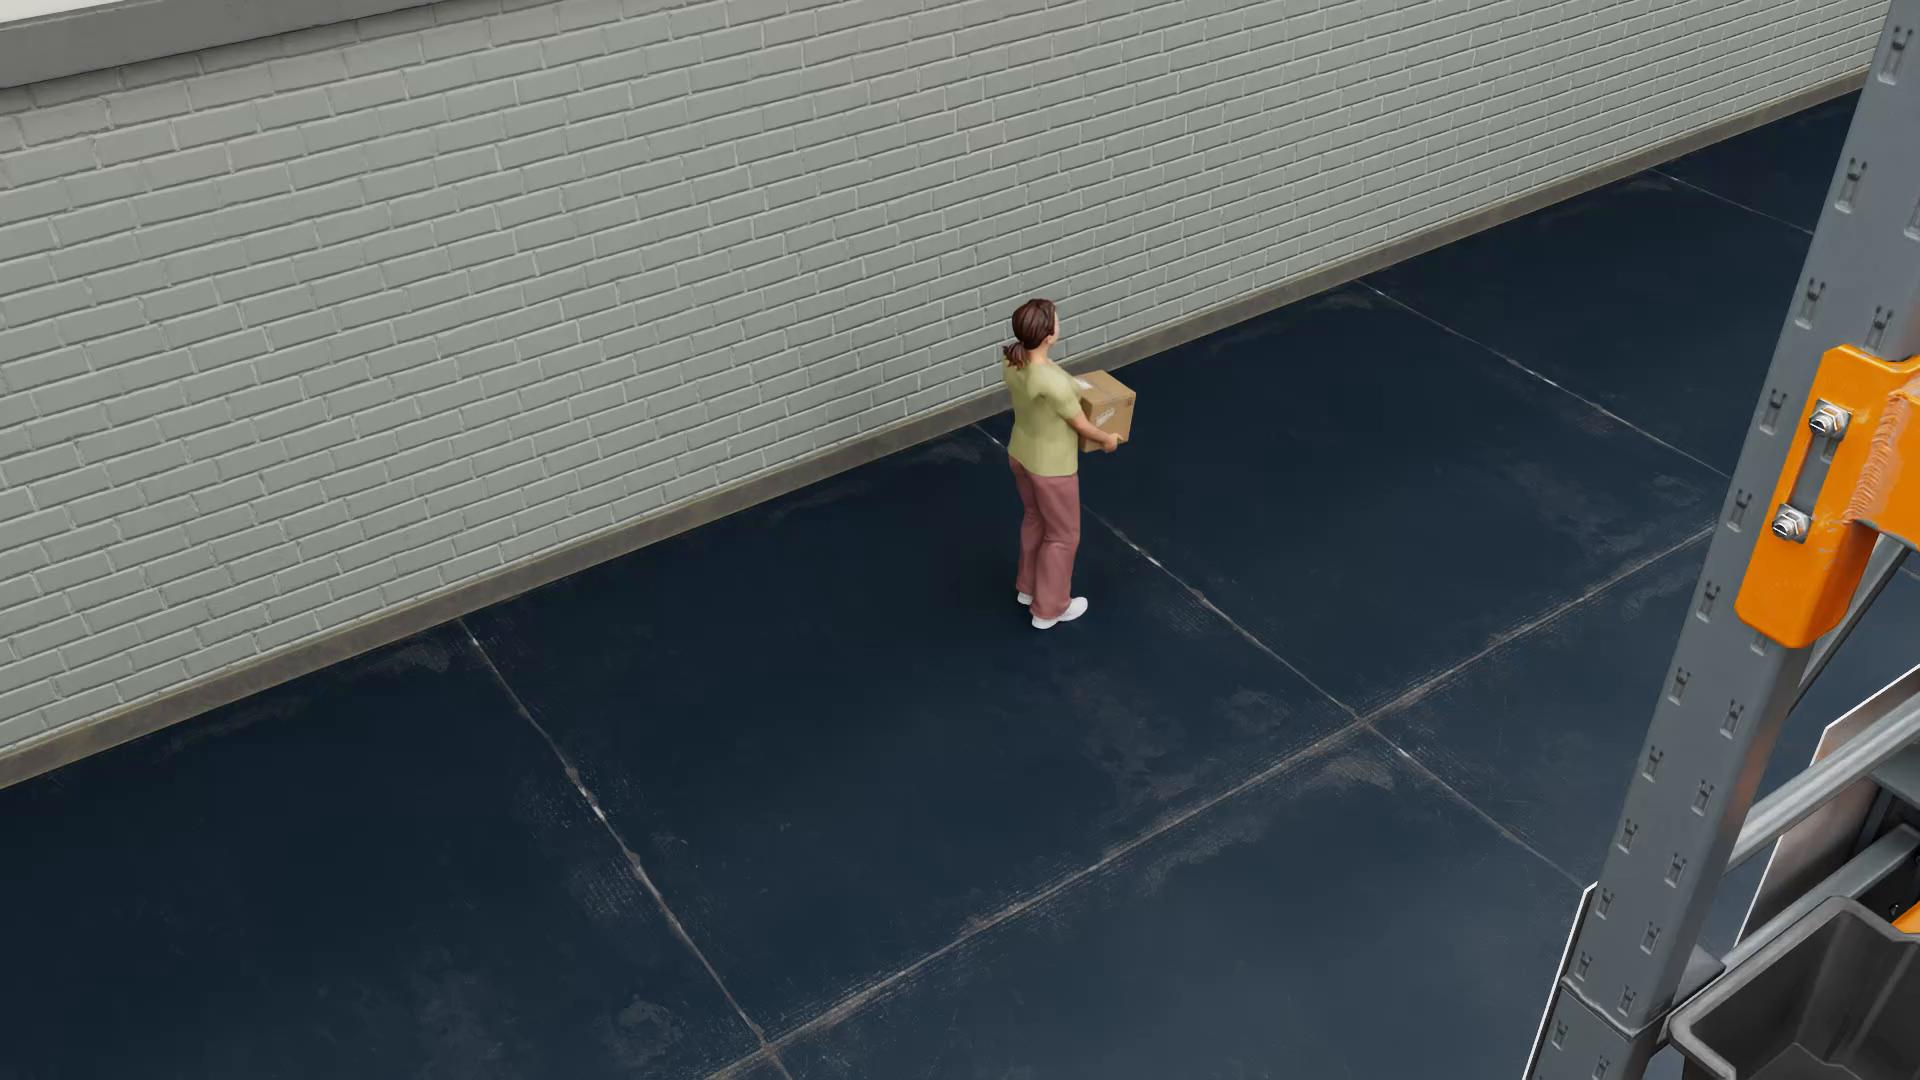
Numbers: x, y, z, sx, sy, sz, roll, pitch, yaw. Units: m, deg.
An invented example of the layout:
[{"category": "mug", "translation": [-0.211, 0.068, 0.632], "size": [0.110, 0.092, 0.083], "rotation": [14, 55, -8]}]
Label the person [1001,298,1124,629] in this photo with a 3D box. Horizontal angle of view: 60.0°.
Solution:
[{"category": "person", "translation": [0.431, -0.367, 7.509], "size": [0.551, 1.664, 0.426], "rotation": [-22, 42, -27]}]
